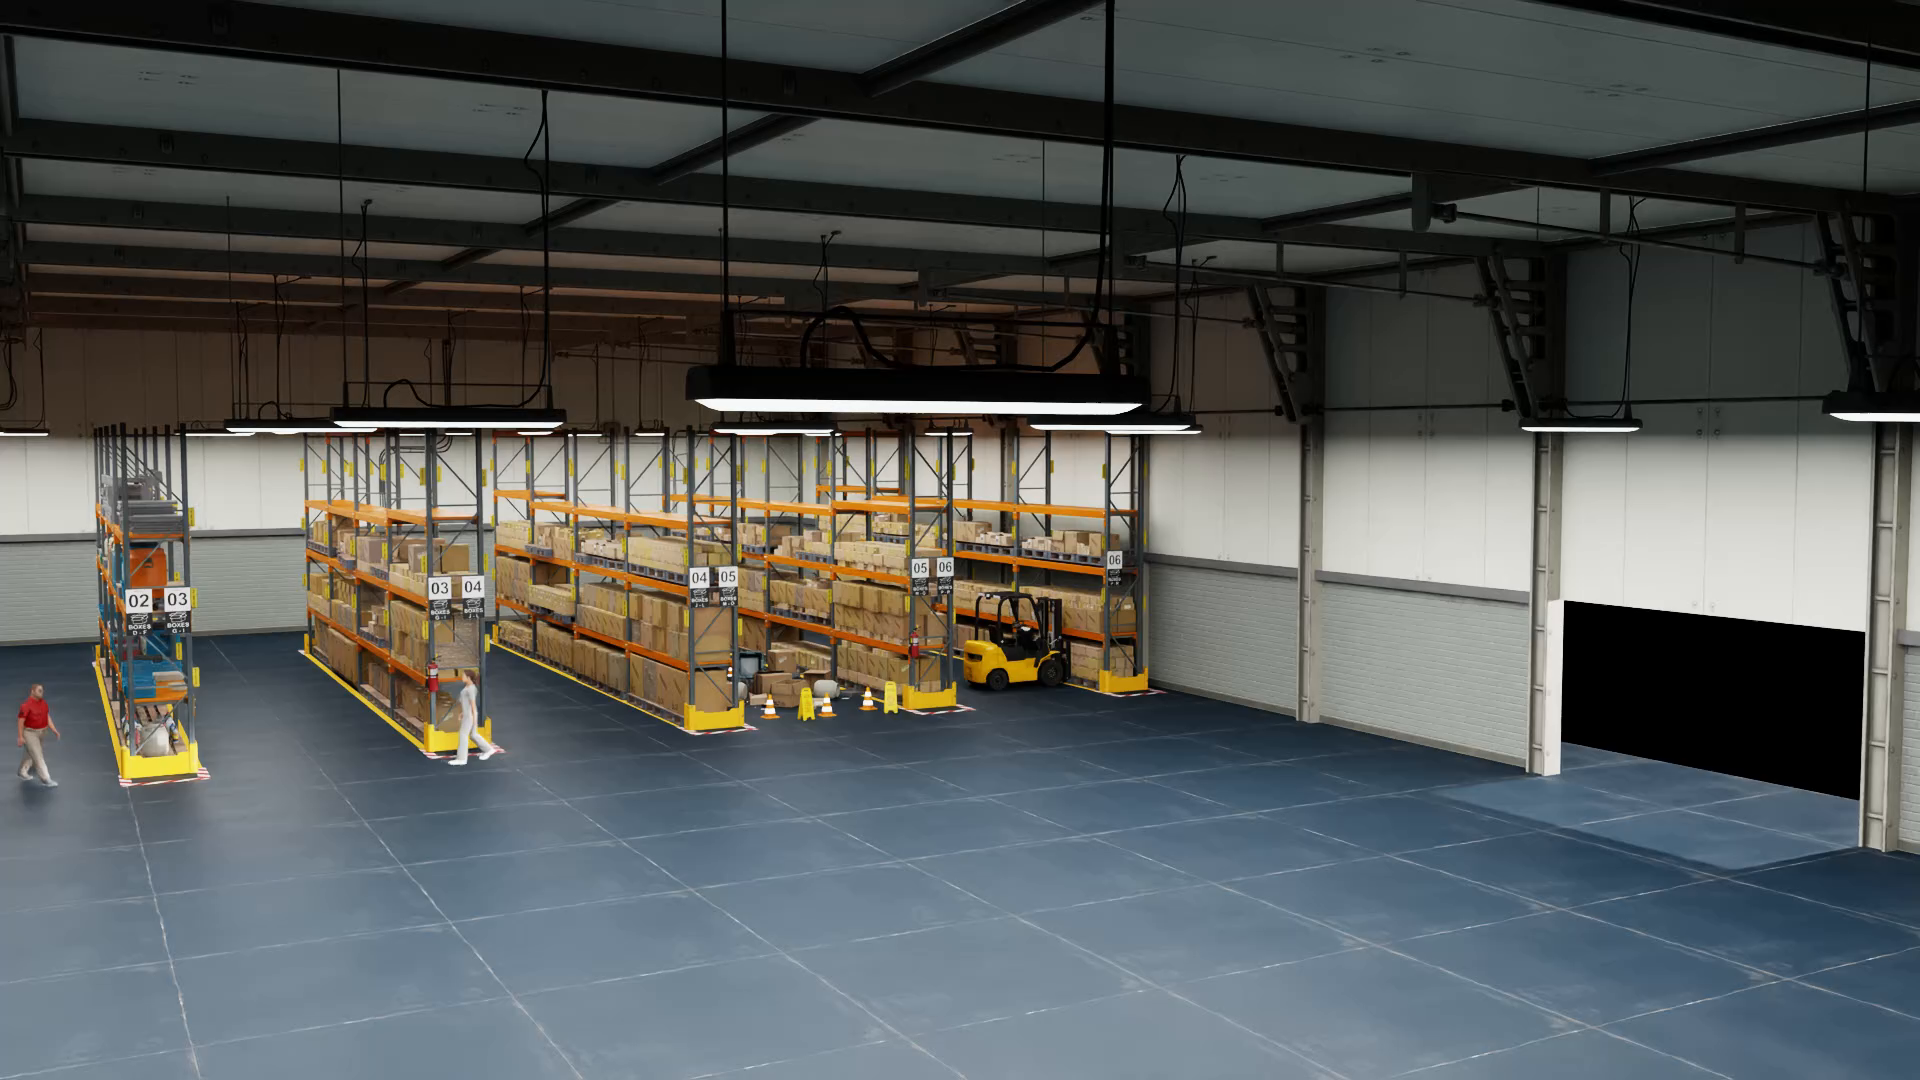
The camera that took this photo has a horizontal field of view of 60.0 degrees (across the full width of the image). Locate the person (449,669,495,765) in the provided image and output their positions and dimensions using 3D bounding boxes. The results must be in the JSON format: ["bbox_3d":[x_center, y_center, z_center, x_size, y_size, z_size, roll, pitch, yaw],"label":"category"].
[{"bbox_3d":[-8.630,3.109,29.379,0.798,1.653,0.433,-1,4,-18],"label":"person"}]

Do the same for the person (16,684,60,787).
[{"bbox_3d":[-15.250,3.194,27.461,1.116,1.651,0.616,1,4,20],"label":"person"}]
